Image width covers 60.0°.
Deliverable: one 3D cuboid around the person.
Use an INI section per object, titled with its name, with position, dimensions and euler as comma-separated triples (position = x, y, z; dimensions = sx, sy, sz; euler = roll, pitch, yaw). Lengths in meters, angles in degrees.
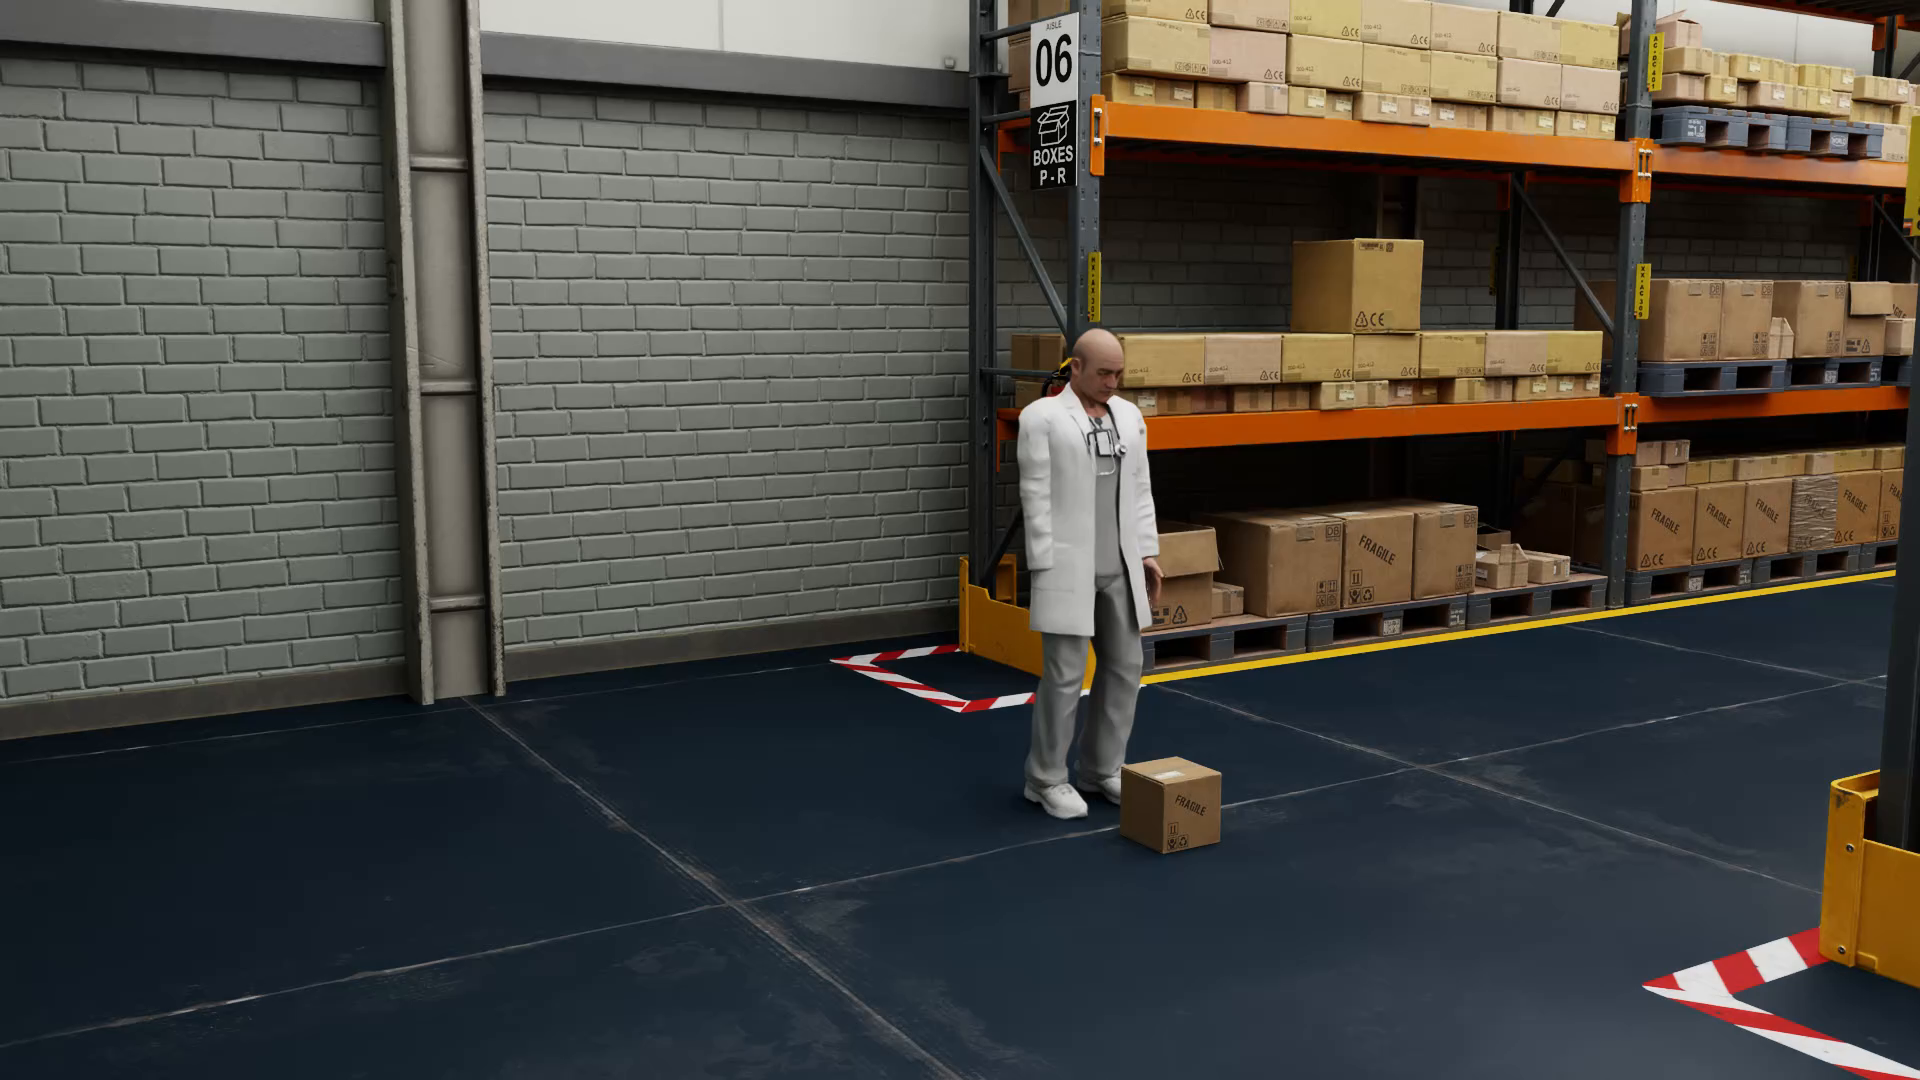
[person]
position = 0.493, 0.114, 6.129
dimensions = 0.565, 1.771, 0.378
euler = -5, 9, -30
